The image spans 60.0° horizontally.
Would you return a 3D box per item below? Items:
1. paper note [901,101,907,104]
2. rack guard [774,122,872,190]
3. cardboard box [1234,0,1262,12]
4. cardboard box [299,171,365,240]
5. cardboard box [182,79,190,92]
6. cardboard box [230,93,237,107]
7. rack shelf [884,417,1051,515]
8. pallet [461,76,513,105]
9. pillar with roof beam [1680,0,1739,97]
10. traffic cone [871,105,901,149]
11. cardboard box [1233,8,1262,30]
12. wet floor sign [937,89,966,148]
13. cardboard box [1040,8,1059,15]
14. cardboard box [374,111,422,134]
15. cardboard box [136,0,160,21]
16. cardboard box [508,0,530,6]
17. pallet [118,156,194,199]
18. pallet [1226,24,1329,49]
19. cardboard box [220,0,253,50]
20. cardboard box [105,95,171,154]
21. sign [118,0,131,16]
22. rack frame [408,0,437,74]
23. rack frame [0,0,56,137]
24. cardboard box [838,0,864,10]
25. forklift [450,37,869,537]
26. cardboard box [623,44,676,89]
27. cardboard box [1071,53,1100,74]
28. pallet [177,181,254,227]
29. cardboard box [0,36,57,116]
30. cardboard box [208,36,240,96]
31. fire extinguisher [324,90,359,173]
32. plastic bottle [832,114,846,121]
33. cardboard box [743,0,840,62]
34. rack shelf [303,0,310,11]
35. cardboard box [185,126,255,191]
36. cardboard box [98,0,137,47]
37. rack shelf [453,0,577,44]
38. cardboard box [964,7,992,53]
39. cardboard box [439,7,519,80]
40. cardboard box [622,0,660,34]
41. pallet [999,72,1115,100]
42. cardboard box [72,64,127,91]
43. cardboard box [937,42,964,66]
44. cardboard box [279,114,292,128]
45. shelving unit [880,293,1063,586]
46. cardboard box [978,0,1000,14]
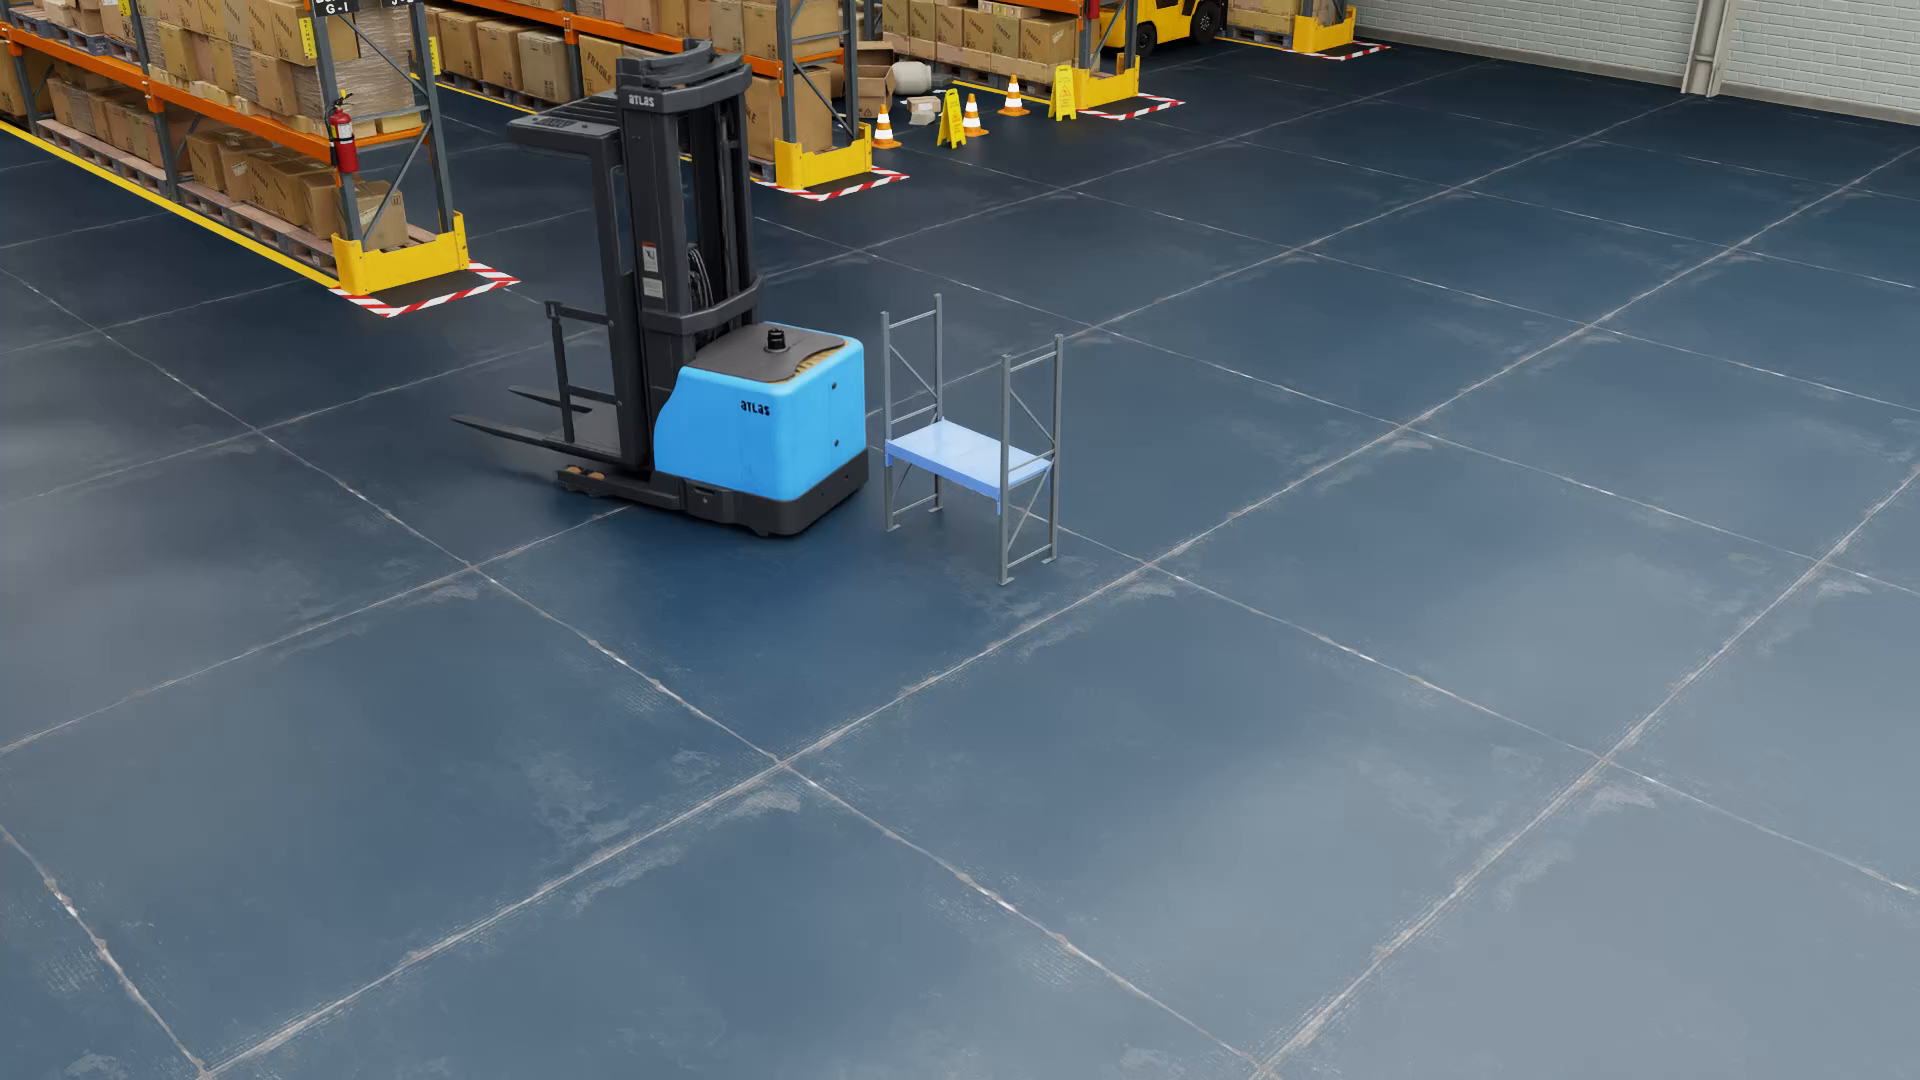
[{"bbox_3d":[-0.681,-5.674,21.514,0.148,0.019,0.142,-13,30,-22],"label":"paper note"},{"bbox_3d":[-1.492,-4.229,18.249,0.348,0.500,1.175,25,36,38],"label":"rack guard"},{"bbox_3d":[4.450,-8.080,24.852,0.500,0.250,0.500,24,36,38],"label":"cardboard box"},{"bbox_3d":[-5.943,-3.202,15.845,0.500,0.500,0.500,-15,31,-27],"label":"cardboard box"},{"bbox_3d":[-7.417,-4.517,16.381,0.250,0.149,0.380,25,36,38],"label":"cardboard box"},{"bbox_3d":[-6.680,-4.203,15.783,0.250,0.149,0.380,25,36,38],"label":"cardboard box"},{"bbox_3d":[0.061,-0.477,10.425,1.000,0.185,0.538,25,36,38],"label":"rack shelf"},{"bbox_3d":[-5.839,-6.039,22.001,1.213,0.211,1.003,25,36,38],"label":"pallet"},{"bbox_3d":[6.762,-8.462,17.168,0.400,9.000,9.100,25,36,38],"label":"pillar with roof beam"},{"bbox_3d":[-0.893,-4.865,19.498,0.334,0.463,0.336,25,36,38],"label":"traffic cone"},{"bbox_3d":[4.462,-7.850,24.953,0.500,0.250,0.500,25,36,38],"label":"cardboard box"},{"bbox_3d":[-0.101,-4.949,19.461,0.232,0.644,0.267,18,33,30],"label":"wet floor sign"},{"bbox_3d":[1.114,-6.851,22.247,0.500,0.500,0.500,23,35,37],"label":"cardboard box"},{"bbox_3d":[-5.095,-3.791,15.000,0.250,0.149,0.380,25,36,38],"label":"cardboard box"},{"bbox_3d":[-7.769,-5.422,16.331,0.500,0.500,0.500,25,36,38],"label":"cardboard box"},{"bbox_3d":[-5.281,-6.939,20.609,0.500,0.500,0.500,24,36,38],"label":"cardboard box"},{"bbox_3d":[-8.467,-4.055,18.227,1.213,0.211,1.003,25,36,38],"label":"pallet"},{"bbox_3d":[4.792,-7.669,25.101,1.213,0.211,1.003,25,36,38],"label":"pallet"},{"bbox_3d":[-6.340,-4.771,15.093,0.500,0.500,0.500,25,36,38],"label":"cardboard box"},{"bbox_3d":[-9.060,-4.675,18.625,0.500,0.500,0.700,21,34,34],"label":"cardboard box"},{"bbox_3d":[-8.298,-5.362,16.474,0.005,0.325,0.100,25,36,38],"label":"sign"},{"bbox_3d":[-7.214,-7.953,22.646,0.127,3.000,1.000,25,36,38],"label":"rack frame"},{"bbox_3d":[-10.763,-6.340,19.578,0.127,3.000,1.000,25,36,38],"label":"rack frame"},{"bbox_3d":[-1.854,-7.751,24.632,0.950,0.372,0.625,-23,35,-36],"label":"cardboard box"},{"bbox_3d":[-2.170,-1.790,10.998,3.031,2.935,1.130,14,31,24],"label":"forklift"},{"bbox_3d":[-3.317,-5.372,19.569,0.875,0.875,0.875,25,37,39],"label":"cardboard box"},{"bbox_3d":[1.508,-6.343,22.086,0.500,0.250,0.500,24,36,38],"label":"cardboard box"},{"bbox_3d":[-7.408,-3.594,17.351,1.213,0.211,1.003,25,36,38],"label":"pallet"},{"bbox_3d":[-11.241,-5.818,20.416,0.875,0.875,1.225,23,35,36],"label":"cardboard box"},{"bbox_3d":[-6.547,-4.562,15.770,0.500,0.500,0.875,25,36,38],"label":"cardboard box"},{"bbox_3d":[-5.300,-3.505,14.270,0.183,0.674,0.296,25,36,38],"label":"fire extinguisher"},{"bbox_3d":[-1.512,-5.259,20.679,0.283,0.061,0.133,12,30,22],"label":"plastic bottle"},{"bbox_3d":[-1.806,-5.515,17.849,0.550,0.550,0.875,25,36,38],"label":"cardboard box"},{"bbox_3d":[-6.485,-5.392,15.324,4.000,0.370,1.077,25,36,38],"label":"rack shelf"},{"bbox_3d":[-7.654,-3.971,17.307,0.500,0.500,0.500,23,36,37],"label":"cardboard box"},{"bbox_3d":[-8.380,-5.792,17.440,1.000,1.000,1.000,25,37,39],"label":"cardboard box"},{"bbox_3d":[-5.788,-6.982,21.572,4.000,0.370,1.077,25,36,38],"label":"rack shelf"},{"bbox_3d":[0.405,-6.831,22.208,0.500,0.500,0.500,24,36,37],"label":"cardboard box"},{"bbox_3d":[-6.217,-6.631,22.097,1.050,0.750,0.750,-25,36,-38],"label":"cardboard box"},{"bbox_3d":[-3.380,-6.211,19.171,0.550,0.550,0.875,25,36,38],"label":"cardboard box"},{"bbox_3d":[1.280,-6.086,22.091,1.213,0.211,1.003,25,36,38],"label":"pallet"},{"bbox_3d":[-9.879,-5.382,19.164,0.500,0.250,0.500,-21,34,-34],"label":"cardboard box"},{"bbox_3d":[0.037,-6.668,22.705,0.500,0.250,0.500,24,36,38],"label":"cardboard box"},{"bbox_3d":[-5.967,-3.876,15.162,0.250,0.149,0.380,25,36,38],"label":"cardboard box"},{"bbox_3d":[0.061,-0.636,10.341,1.048,1.500,0.538,25,36,38],"label":"shelving unit"},{"bbox_3d":[0.462,-7.049,21.926,0.380,0.149,0.250,-23,36,-37],"label":"cardboard box"}]
